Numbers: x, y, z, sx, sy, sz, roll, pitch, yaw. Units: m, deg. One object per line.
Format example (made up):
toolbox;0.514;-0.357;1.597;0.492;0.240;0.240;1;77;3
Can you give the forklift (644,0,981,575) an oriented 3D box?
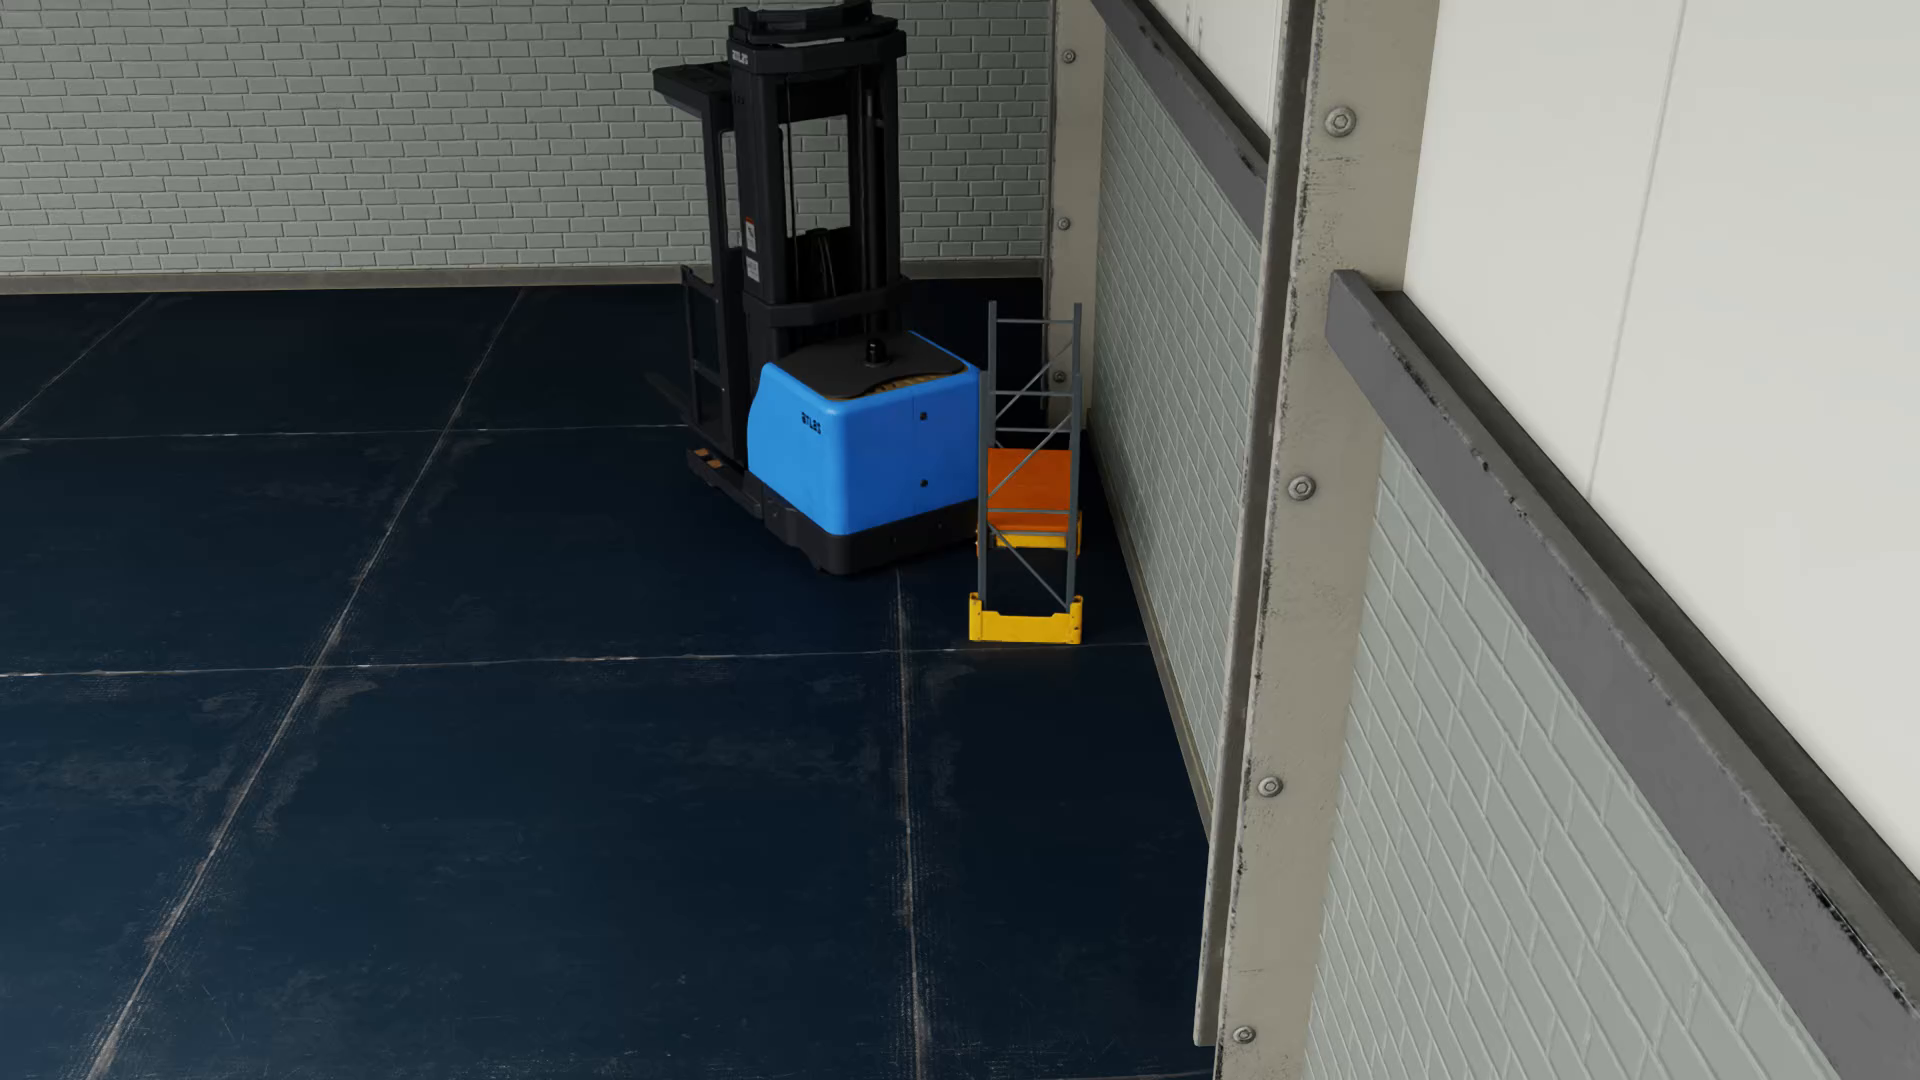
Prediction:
forklift;-1.072;-1.742;9.921;1.130;2.935;3.031;-17;32;-29

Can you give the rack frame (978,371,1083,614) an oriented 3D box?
rack frame;0.344;-0.143;8.403;0.500;1.500;0.032;2;28;3

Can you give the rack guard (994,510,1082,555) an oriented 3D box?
rack guard;0.404;-0.049;9.574;0.587;0.250;0.087;2;28;3

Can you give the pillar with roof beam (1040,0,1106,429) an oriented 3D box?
pillar with roof beam;-3.579;-4.722;9.072;9.100;9.000;0.400;-1;28;-3

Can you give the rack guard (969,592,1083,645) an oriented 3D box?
rack guard;0.344;0.410;8.693;0.587;0.250;0.087;2;28;3

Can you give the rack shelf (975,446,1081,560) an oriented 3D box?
rack shelf;0.374;-0.218;8.936;0.538;0.185;1.000;2;28;3

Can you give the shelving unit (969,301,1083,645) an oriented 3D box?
shelving unit;0.374;-0.374;8.844;0.587;1.500;1.083;2;28;3

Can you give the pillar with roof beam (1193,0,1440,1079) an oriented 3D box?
pillar with roof beam;-3.266;-1.951;3.759;9.100;9.000;0.400;-1;28;-3

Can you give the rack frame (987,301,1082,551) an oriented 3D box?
rack frame;0.405;-0.612;9.302;0.500;1.500;0.032;2;28;3
